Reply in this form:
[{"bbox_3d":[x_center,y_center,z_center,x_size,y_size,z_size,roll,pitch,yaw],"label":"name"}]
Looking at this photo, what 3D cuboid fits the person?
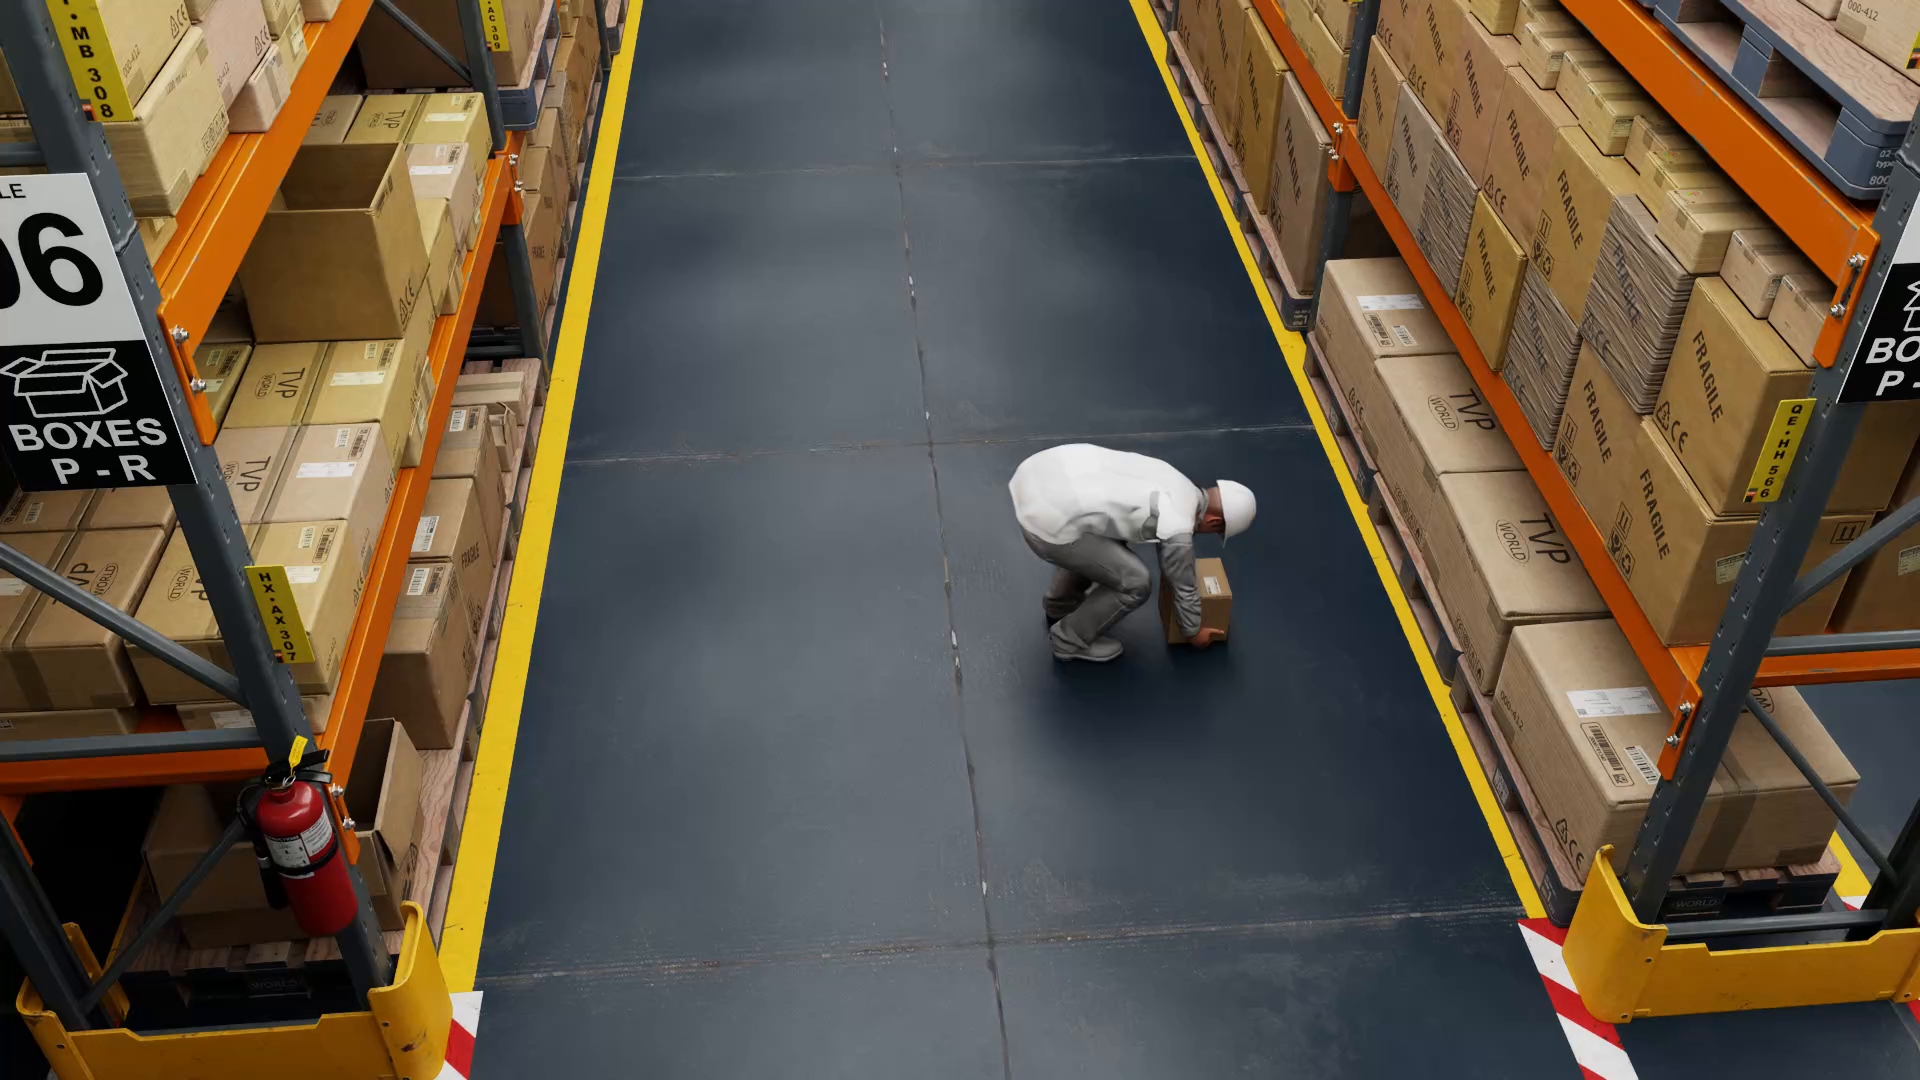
[{"bbox_3d":[0.700,0.012,6.786,0.998,0.934,0.517,-5,39,-6],"label":"person"}]
